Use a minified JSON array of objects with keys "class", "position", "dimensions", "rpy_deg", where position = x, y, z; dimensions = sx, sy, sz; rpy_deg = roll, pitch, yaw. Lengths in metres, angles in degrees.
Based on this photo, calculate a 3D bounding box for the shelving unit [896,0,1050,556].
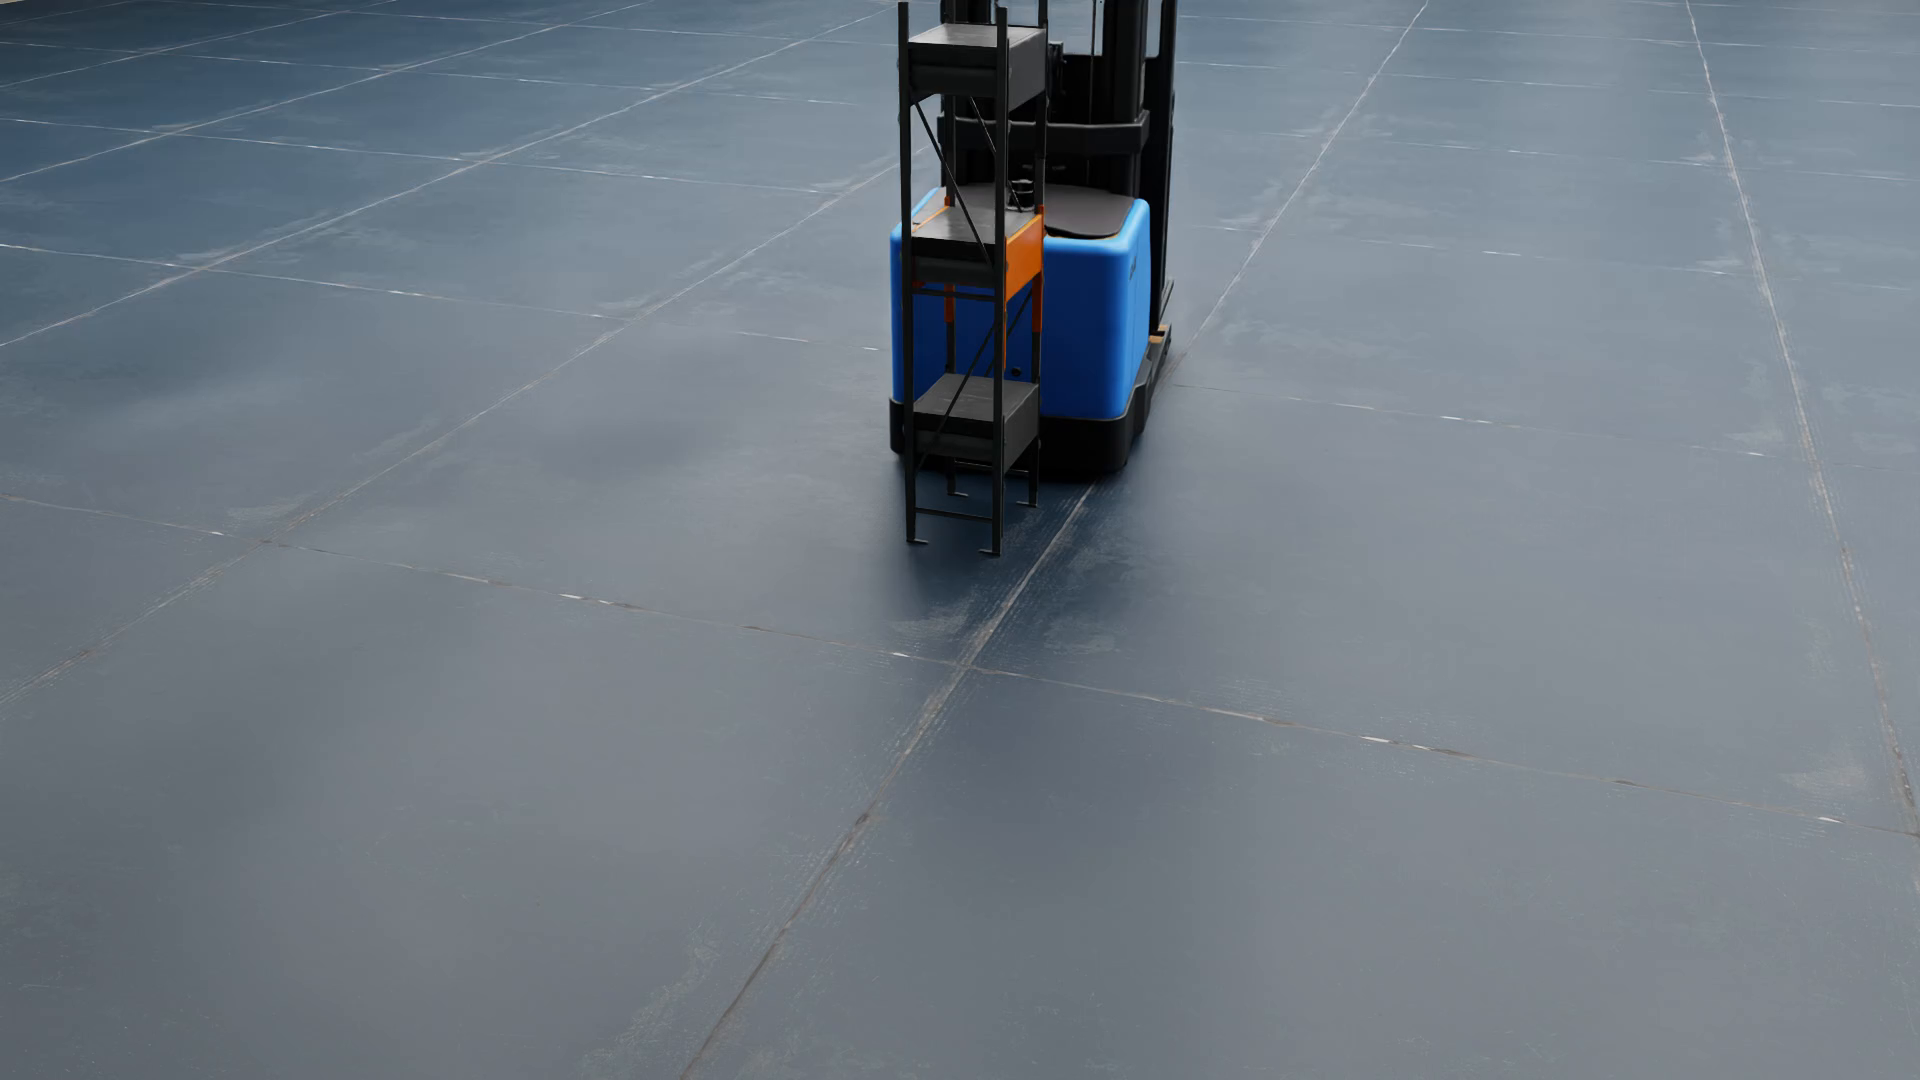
[{"class":"shelving unit","position":[0.055,-1.013,6.433],"dimensions":[0.431,2.100,0.503],"rpy_deg":[9,27,17]}]

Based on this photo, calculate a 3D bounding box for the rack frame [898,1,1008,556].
[{"class":"rack frame","position":[-0.026,-0.913,6.226],"dimensions":[0.400,2.100,0.015],"rpy_deg":[9,27,17]}]

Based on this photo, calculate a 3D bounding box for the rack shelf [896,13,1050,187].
[{"class":"rack shelf","position":[0.055,-1.631,6.134],"dimensions":[0.431,0.518,0.480],"rpy_deg":[9,27,17]}]

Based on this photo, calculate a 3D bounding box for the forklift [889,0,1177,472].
[{"class":"forklift","position":[0.501,-2.233,7.998],"dimensions":[1.130,2.935,3.031],"rpy_deg":[5,26,11]}]

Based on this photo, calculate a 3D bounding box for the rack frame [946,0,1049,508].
[{"class":"rack frame","position":[0.136,-1.113,6.640],"dimensions":[0.400,2.100,0.015],"rpy_deg":[9,27,17]}]

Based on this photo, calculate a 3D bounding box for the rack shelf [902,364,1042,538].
[{"class":"rack shelf","position":[0.055,-0.371,6.744],"dimensions":[0.431,0.518,0.480],"rpy_deg":[9,27,17]}]

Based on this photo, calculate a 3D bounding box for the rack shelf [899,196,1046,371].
[{"class":"rack shelf","position":[0.055,-1.001,6.439],"dimensions":[0.431,0.518,0.480],"rpy_deg":[9,27,17]}]
